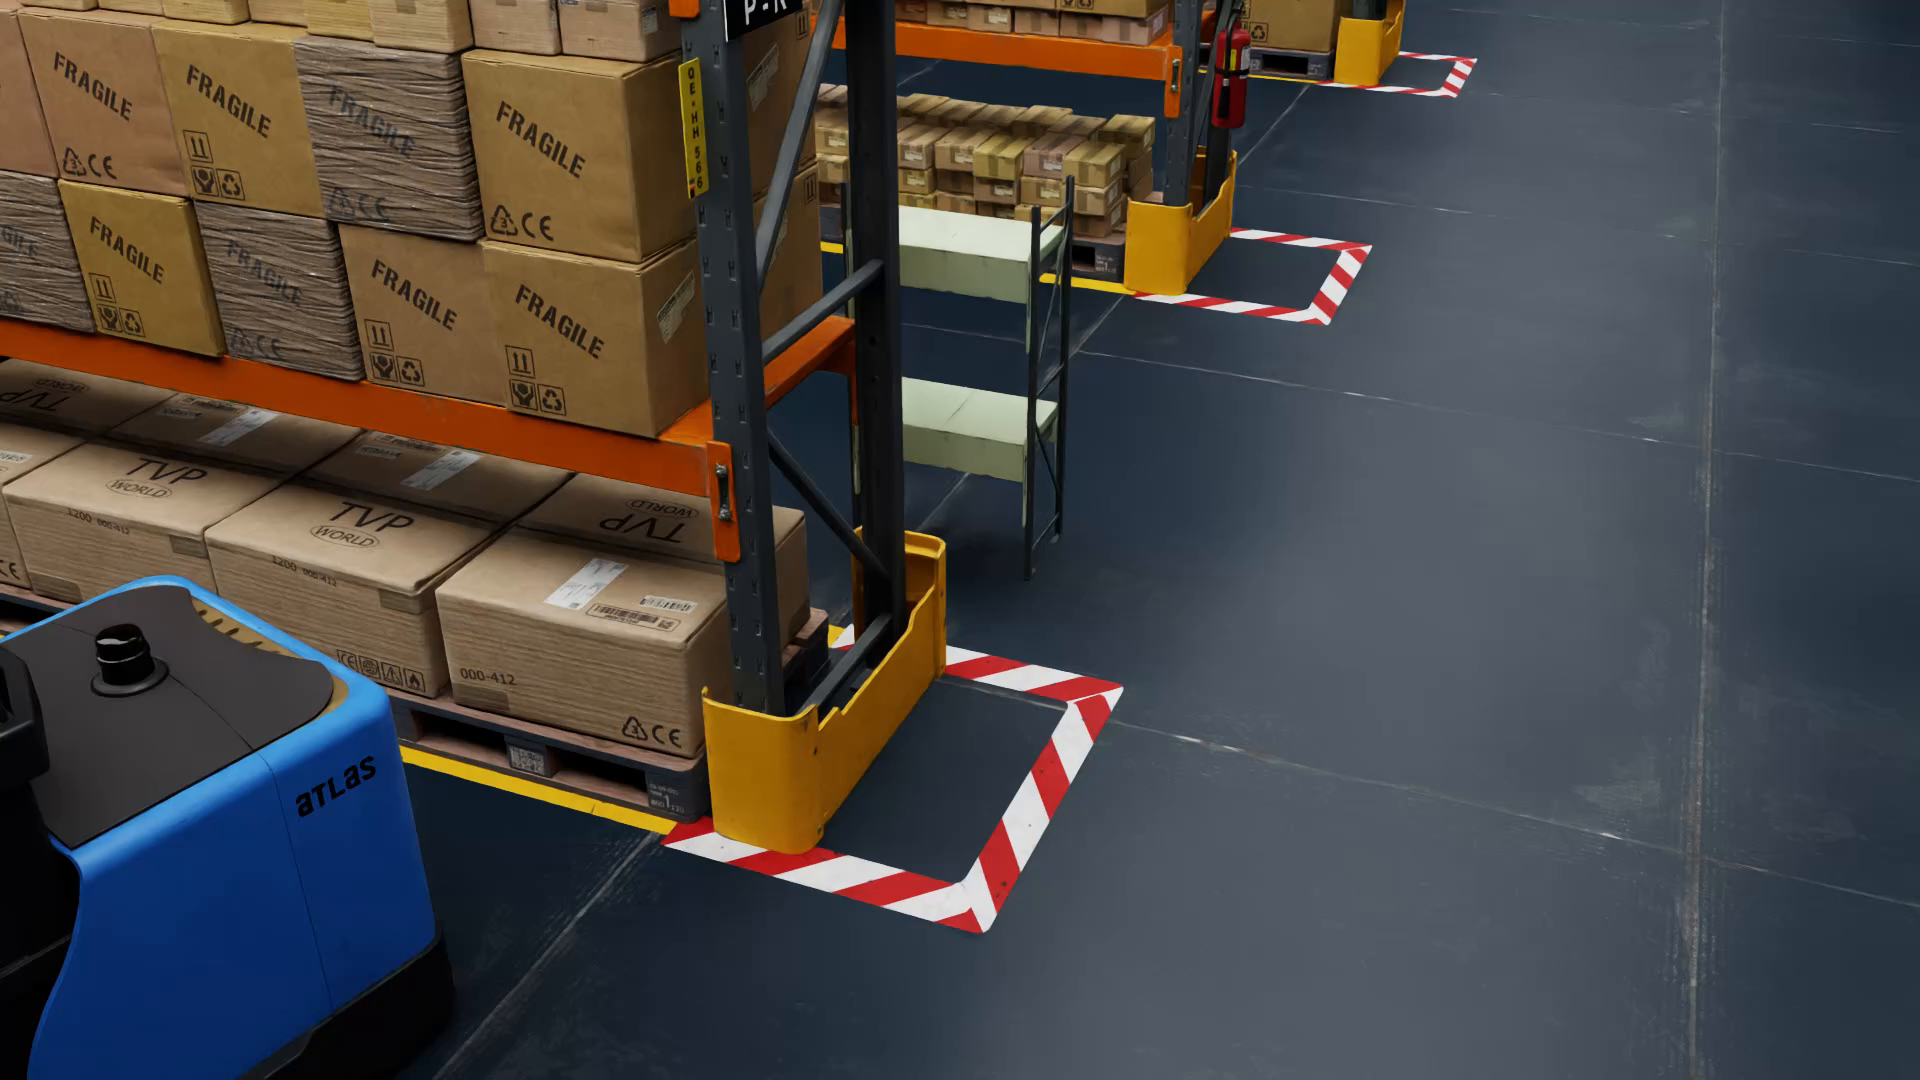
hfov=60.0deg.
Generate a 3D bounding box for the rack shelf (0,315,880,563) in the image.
[{"bbox_3d":[-2.284,-0.697,5.667,4.000,0.370,1.077,11,31,19],"label":"rack shelf"}]

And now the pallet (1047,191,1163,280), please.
[{"bbox_3d":[0.527,-1.883,9.867,1.213,0.211,1.003,11,31,19],"label":"pallet"}]

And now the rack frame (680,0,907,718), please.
[{"bbox_3d":[-0.430,-0.641,4.835,0.127,3.000,1.000,11,31,19],"label":"rack frame"}]

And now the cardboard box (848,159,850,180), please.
[{"bbox_3d":[-0.457,-2.196,9.755,0.250,0.149,0.380,13,32,22],"label":"cardboard box"}]

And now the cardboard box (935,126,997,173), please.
[{"bbox_3d":[0.036,-2.239,9.529,0.250,0.149,0.380,10,31,17],"label":"cardboard box"}]

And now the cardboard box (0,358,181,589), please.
[{"bbox_3d":[-3.595,-0.283,6.379,0.875,0.438,0.875,11,31,18],"label":"cardboard box"}]

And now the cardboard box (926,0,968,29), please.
[{"bbox_3d":[-0.004,-2.940,9.158,0.250,0.149,0.380,10,31,17],"label":"cardboard box"}]

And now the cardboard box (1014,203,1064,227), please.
[{"bbox_3d":[0.495,-1.862,9.466,0.250,0.149,0.380,12,32,21],"label":"cardboard box"}]

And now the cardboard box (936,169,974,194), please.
[{"bbox_3d":[0.048,-2.147,9.668,0.250,0.149,0.380,11,31,19],"label":"cardboard box"}]

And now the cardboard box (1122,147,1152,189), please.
[{"bbox_3d":[0.948,-2.202,9.765,0.250,0.149,0.380,13,32,21],"label":"cardboard box"}]

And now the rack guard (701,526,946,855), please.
[{"bbox_3d":[-0.408,0.452,5.442,0.348,0.500,1.175,11,31,19],"label":"rack guard"}]

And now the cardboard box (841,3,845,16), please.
[{"bbox_3d":[-0.484,-3.059,9.368,0.250,0.149,0.380,12,32,20],"label":"cardboard box"}]

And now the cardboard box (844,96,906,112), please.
[{"bbox_3d":[-0.516,-2.606,10.178,0.250,0.149,0.380,11,31,19],"label":"cardboard box"}]

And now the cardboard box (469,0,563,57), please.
[{"bbox_3d":[-1.082,-1.413,4.424,0.250,0.149,0.380,12,32,20],"label":"cardboard box"}]

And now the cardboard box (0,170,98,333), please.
[{"bbox_3d":[-2.877,-1.028,5.419,0.500,0.500,0.500,11,31,19],"label":"cardboard box"}]

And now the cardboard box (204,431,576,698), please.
[{"bbox_3d":[-1.931,0.050,5.790,0.875,0.438,0.875,12,32,20],"label":"cardboard box"}]

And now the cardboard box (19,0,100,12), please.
[{"bbox_3d":[-2.538,-1.675,4.888,0.250,0.149,0.380,11,31,19],"label":"cardboard box"}]

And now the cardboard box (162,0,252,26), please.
[{"bbox_3d":[-2.041,-1.588,4.734,0.250,0.149,0.380,12,32,20],"label":"cardboard box"}]

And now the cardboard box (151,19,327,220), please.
[{"bbox_3d":[-1.919,-1.276,4.842,0.500,0.500,0.500,11,31,19],"label":"cardboard box"}]

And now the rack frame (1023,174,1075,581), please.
[{"bbox_3d":[0.333,-0.586,6.263,0.023,1.500,0.400,11,31,19],"label":"rack frame"}]

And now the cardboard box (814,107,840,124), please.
[{"bbox_3d":[-0.903,-2.462,9.923,0.250,0.149,0.380,10,31,17],"label":"cardboard box"}]

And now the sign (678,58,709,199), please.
[{"bbox_3d":[-0.647,-1.003,4.059,0.005,0.325,0.100,11,31,19],"label":"sign"}]

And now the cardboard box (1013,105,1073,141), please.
[{"bbox_3d":[0.493,-2.470,9.938,0.250,0.149,0.380,11,31,19],"label":"cardboard box"}]

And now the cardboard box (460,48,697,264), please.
[{"bbox_3d":[-0.967,-1.100,4.530,0.500,0.500,0.500,12,32,21],"label":"cardboard box"}]

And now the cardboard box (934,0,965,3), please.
[{"bbox_3d":[-0.125,-3.242,9.034,0.500,0.500,0.500,11,31,19],"label":"cardboard box"}]

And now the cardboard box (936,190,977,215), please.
[{"bbox_3d":[0.048,-1.990,9.692,0.250,0.149,0.380,12,31,20],"label":"cardboard box"}]

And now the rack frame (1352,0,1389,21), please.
[{"bbox_3d":[3.296,-5.159,12.829,0.127,3.000,1.000,11,31,19],"label":"rack frame"}]

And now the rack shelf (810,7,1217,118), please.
[{"bbox_3d":[-0.516,-2.973,9.693,4.000,0.370,1.077,11,31,19],"label":"rack shelf"}]

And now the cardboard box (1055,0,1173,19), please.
[{"bbox_3d":[0.824,-3.055,8.703,0.500,0.500,0.500,12,32,20],"label":"cardboard box"}]

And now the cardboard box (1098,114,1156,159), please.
[{"bbox_3d":[0.979,-2.369,9.759,0.250,0.149,0.380,10,31,17],"label":"cardboard box"}]

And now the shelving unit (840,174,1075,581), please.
[{"bbox_3d":[-0.006,-0.654,6.383,0.755,1.500,0.431,11,31,19],"label":"shelving unit"}]

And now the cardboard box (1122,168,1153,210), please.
[{"bbox_3d":[0.972,-2.101,9.889,0.250,0.149,0.380,12,32,20],"label":"cardboard box"}]

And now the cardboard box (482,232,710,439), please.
[{"bbox_3d":[-0.977,-0.653,4.755,0.500,0.500,0.500,11,31,19],"label":"cardboard box"}]

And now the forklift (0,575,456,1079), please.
[{"bbox_3d":[-2.629,0.451,2.974,1.130,2.935,3.031,20,35,31],"label":"forklift"}]

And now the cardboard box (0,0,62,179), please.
[{"bbox_3d":[-2.850,-1.465,5.175,0.500,0.500,0.500,12,32,20],"label":"cardboard box"}]

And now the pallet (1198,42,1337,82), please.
[{"bbox_3d":[2.525,-4.057,13.714,1.213,0.211,1.003,11,31,19],"label":"pallet"}]

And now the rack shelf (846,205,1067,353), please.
[{"bbox_3d":[-0.006,-0.994,6.191,0.720,0.370,0.431,11,31,19],"label":"rack shelf"}]

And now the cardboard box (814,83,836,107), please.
[{"bbox_3d":[-0.960,-2.746,10.426,0.250,0.149,0.380,10,31,17],"label":"cardboard box"}]

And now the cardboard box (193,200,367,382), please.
[{"bbox_3d":[-1.916,-0.843,5.092,0.500,0.500,0.500,12,32,21],"label":"cardboard box"}]

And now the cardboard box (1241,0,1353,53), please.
[{"bbox_3d":[2.673,-4.499,13.394,0.875,0.875,0.875,11,31,19],"label":"cardboard box"}]

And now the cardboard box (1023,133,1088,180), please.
[{"bbox_3d":[0.540,-2.172,9.410,0.250,0.149,0.380,12,32,20],"label":"cardboard box"}]

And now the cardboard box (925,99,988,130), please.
[{"bbox_3d":[-0.021,-2.534,10.050,0.250,0.149,0.380,13,32,21],"label":"cardboard box"}]

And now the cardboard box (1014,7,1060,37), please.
[{"bbox_3d":[0.474,-2.841,8.983,0.250,0.149,0.380,11,31,19],"label":"cardboard box"}]

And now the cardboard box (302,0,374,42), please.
[{"bbox_3d":[-1.571,-1.488,4.557,0.250,0.149,0.380,12,32,20],"label":"cardboard box"}]

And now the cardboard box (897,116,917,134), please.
[{"bbox_3d":[-0.436,-2.363,9.747,0.250,0.149,0.380,10,31,17],"label":"cardboard box"}]

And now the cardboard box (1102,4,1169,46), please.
[{"bbox_3d":[0.929,-2.738,8.802,0.250,0.149,0.380,11,31,19],"label":"cardboard box"}]

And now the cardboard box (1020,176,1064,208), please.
[{"bbox_3d":[0.519,-2.028,9.458,0.250,0.149,0.380,11,31,18],"label":"cardboard box"}]
